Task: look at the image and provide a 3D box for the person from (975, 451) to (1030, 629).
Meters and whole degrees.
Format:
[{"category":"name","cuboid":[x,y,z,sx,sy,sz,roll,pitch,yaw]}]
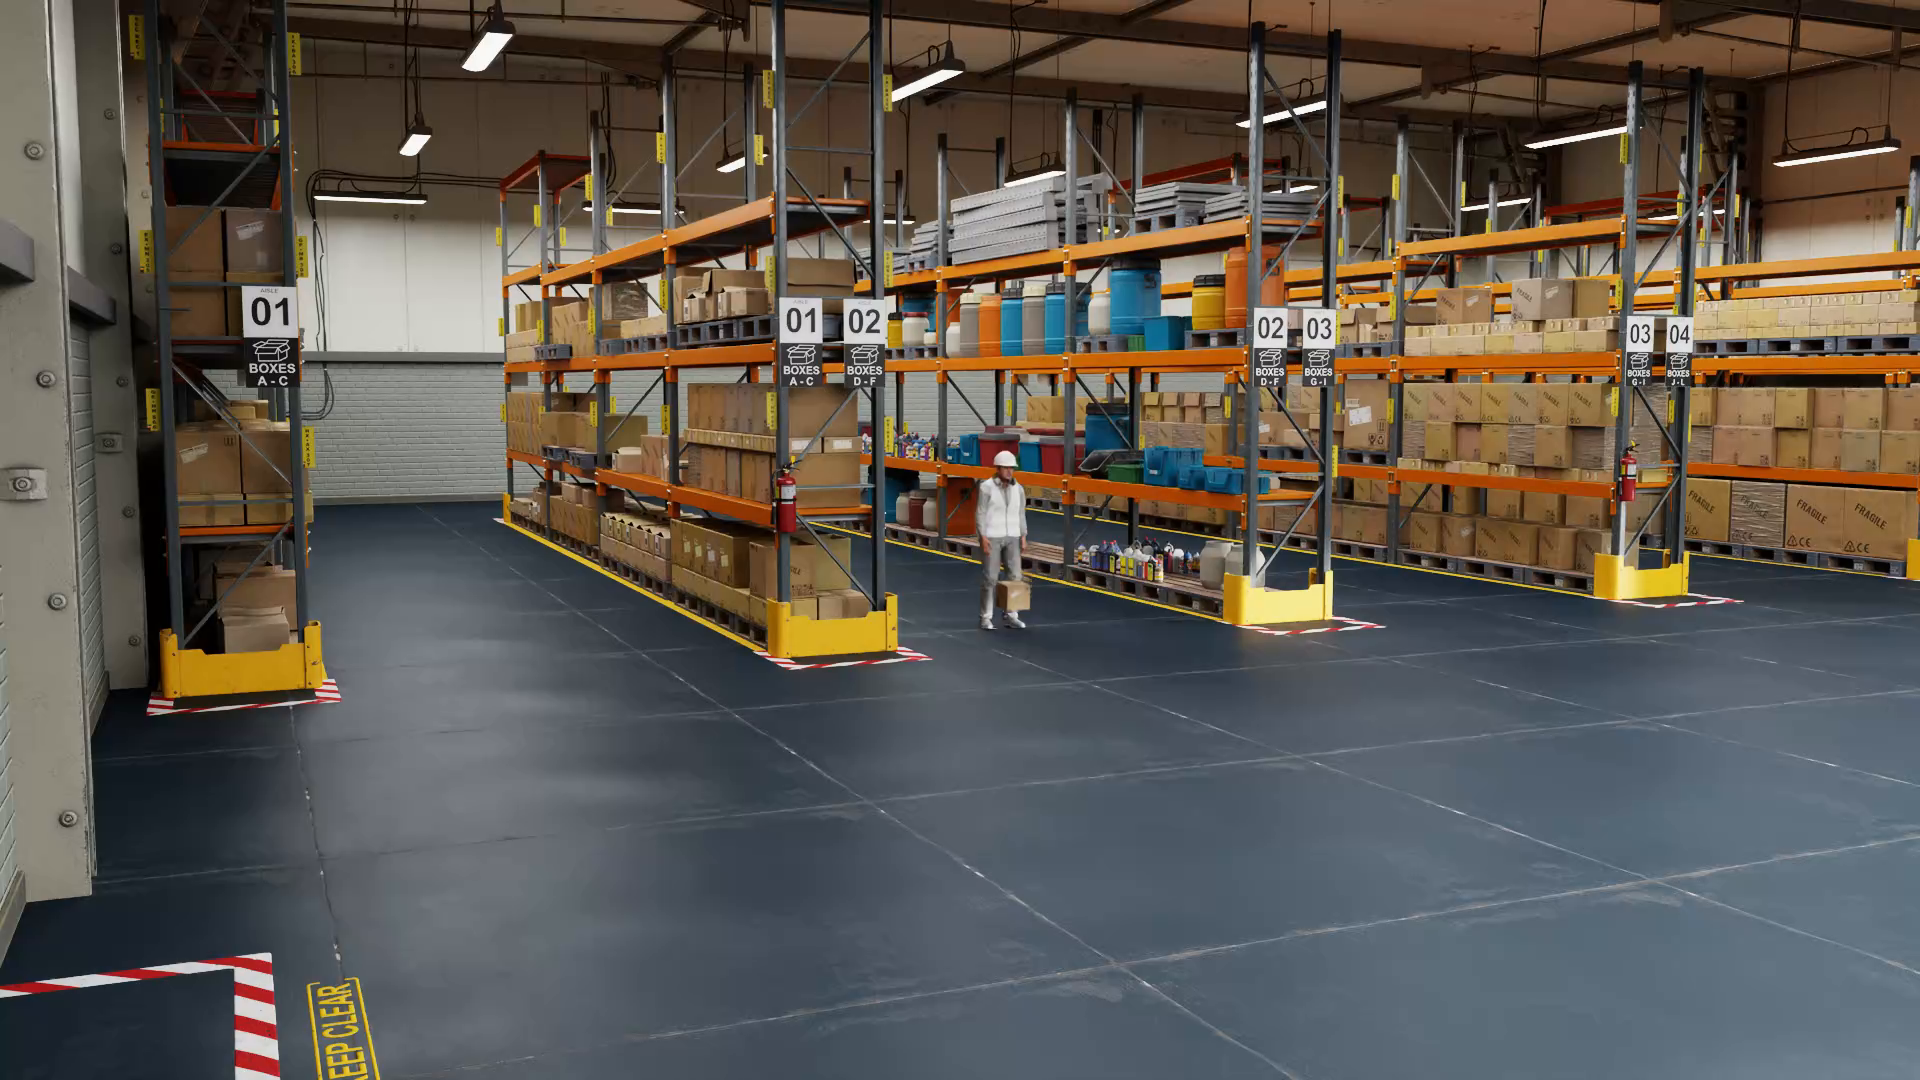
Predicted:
[{"category":"person","cuboid":[0.429,-0.006,16.661,0.581,1.773,0.466,-3,6,-26]}]
